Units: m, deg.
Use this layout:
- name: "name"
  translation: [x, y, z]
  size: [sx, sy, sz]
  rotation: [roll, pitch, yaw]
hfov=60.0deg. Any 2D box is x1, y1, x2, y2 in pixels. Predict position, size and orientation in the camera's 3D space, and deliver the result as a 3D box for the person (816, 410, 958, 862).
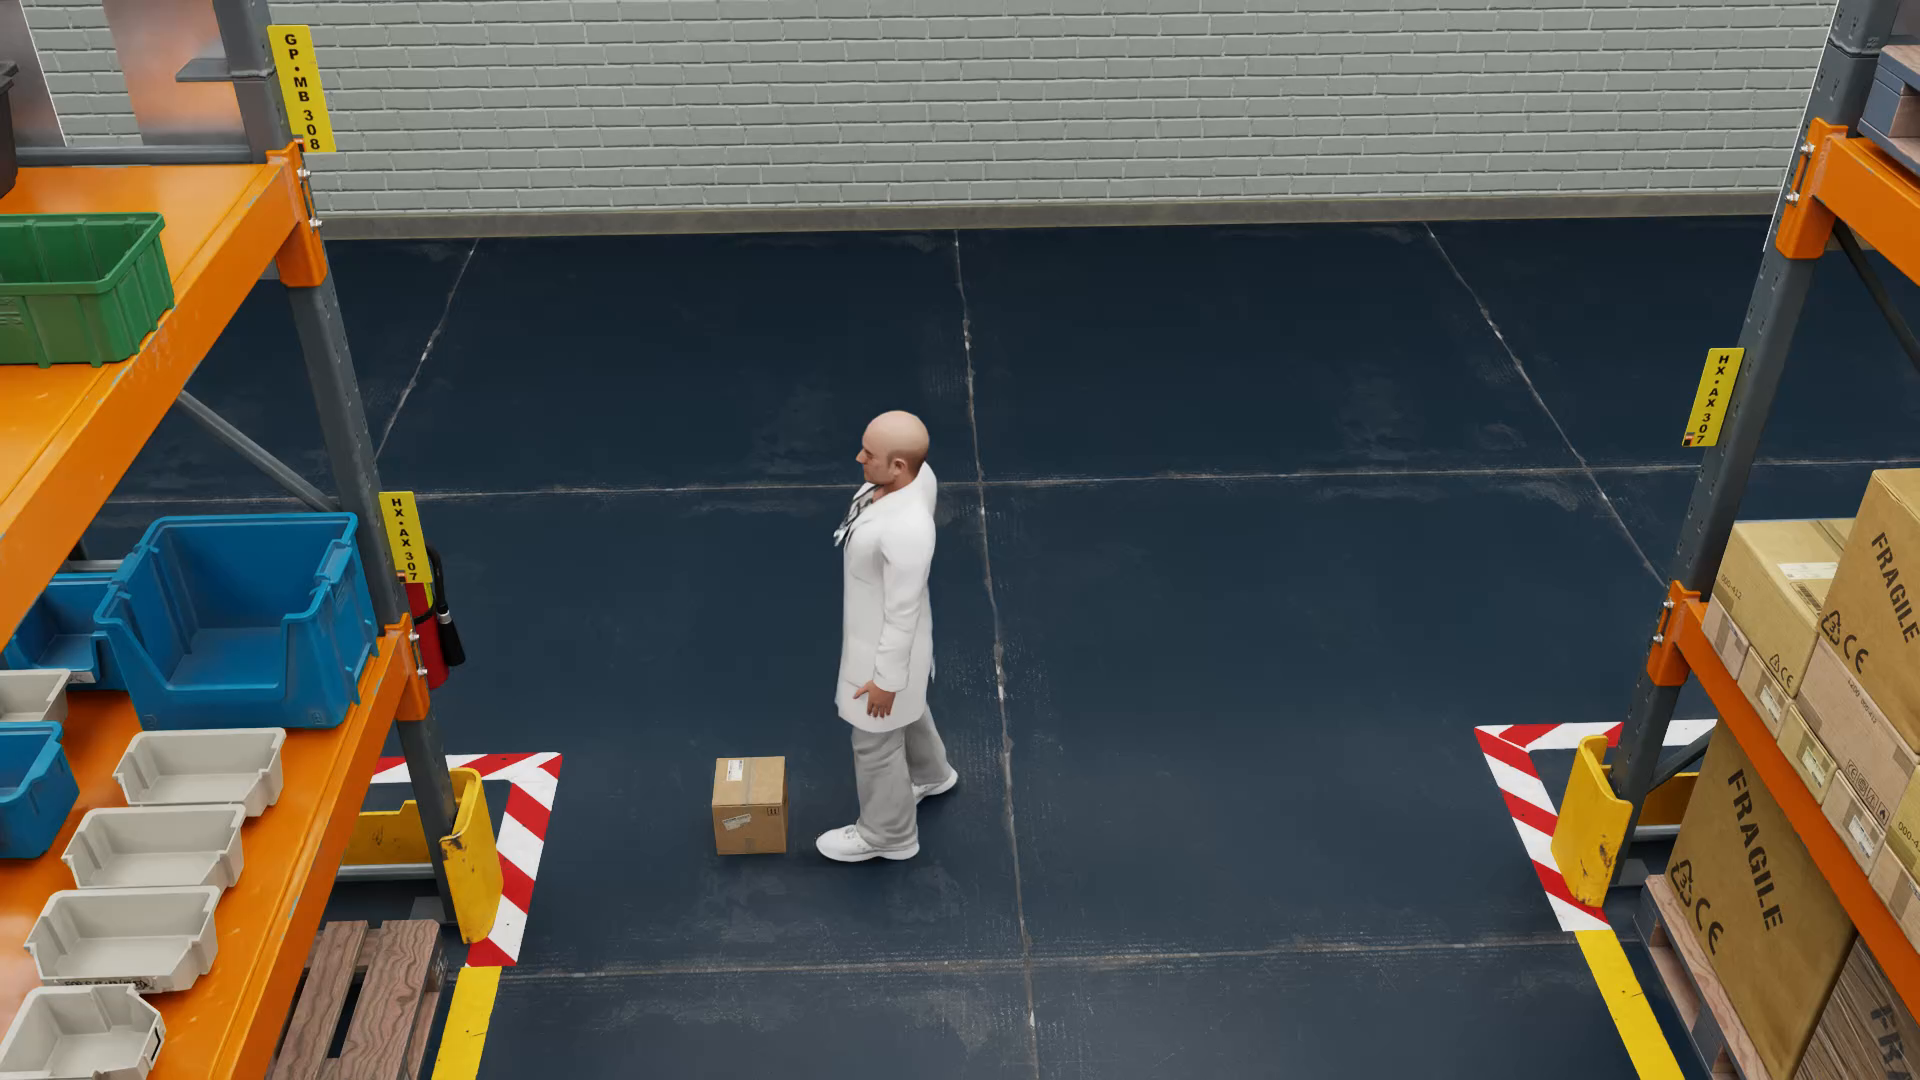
- name: "person"
  translation: [-0.265, 0.362, 5.674]
  size: [0.522, 1.826, 0.592]
  rotation: [-1, 35, -1]
